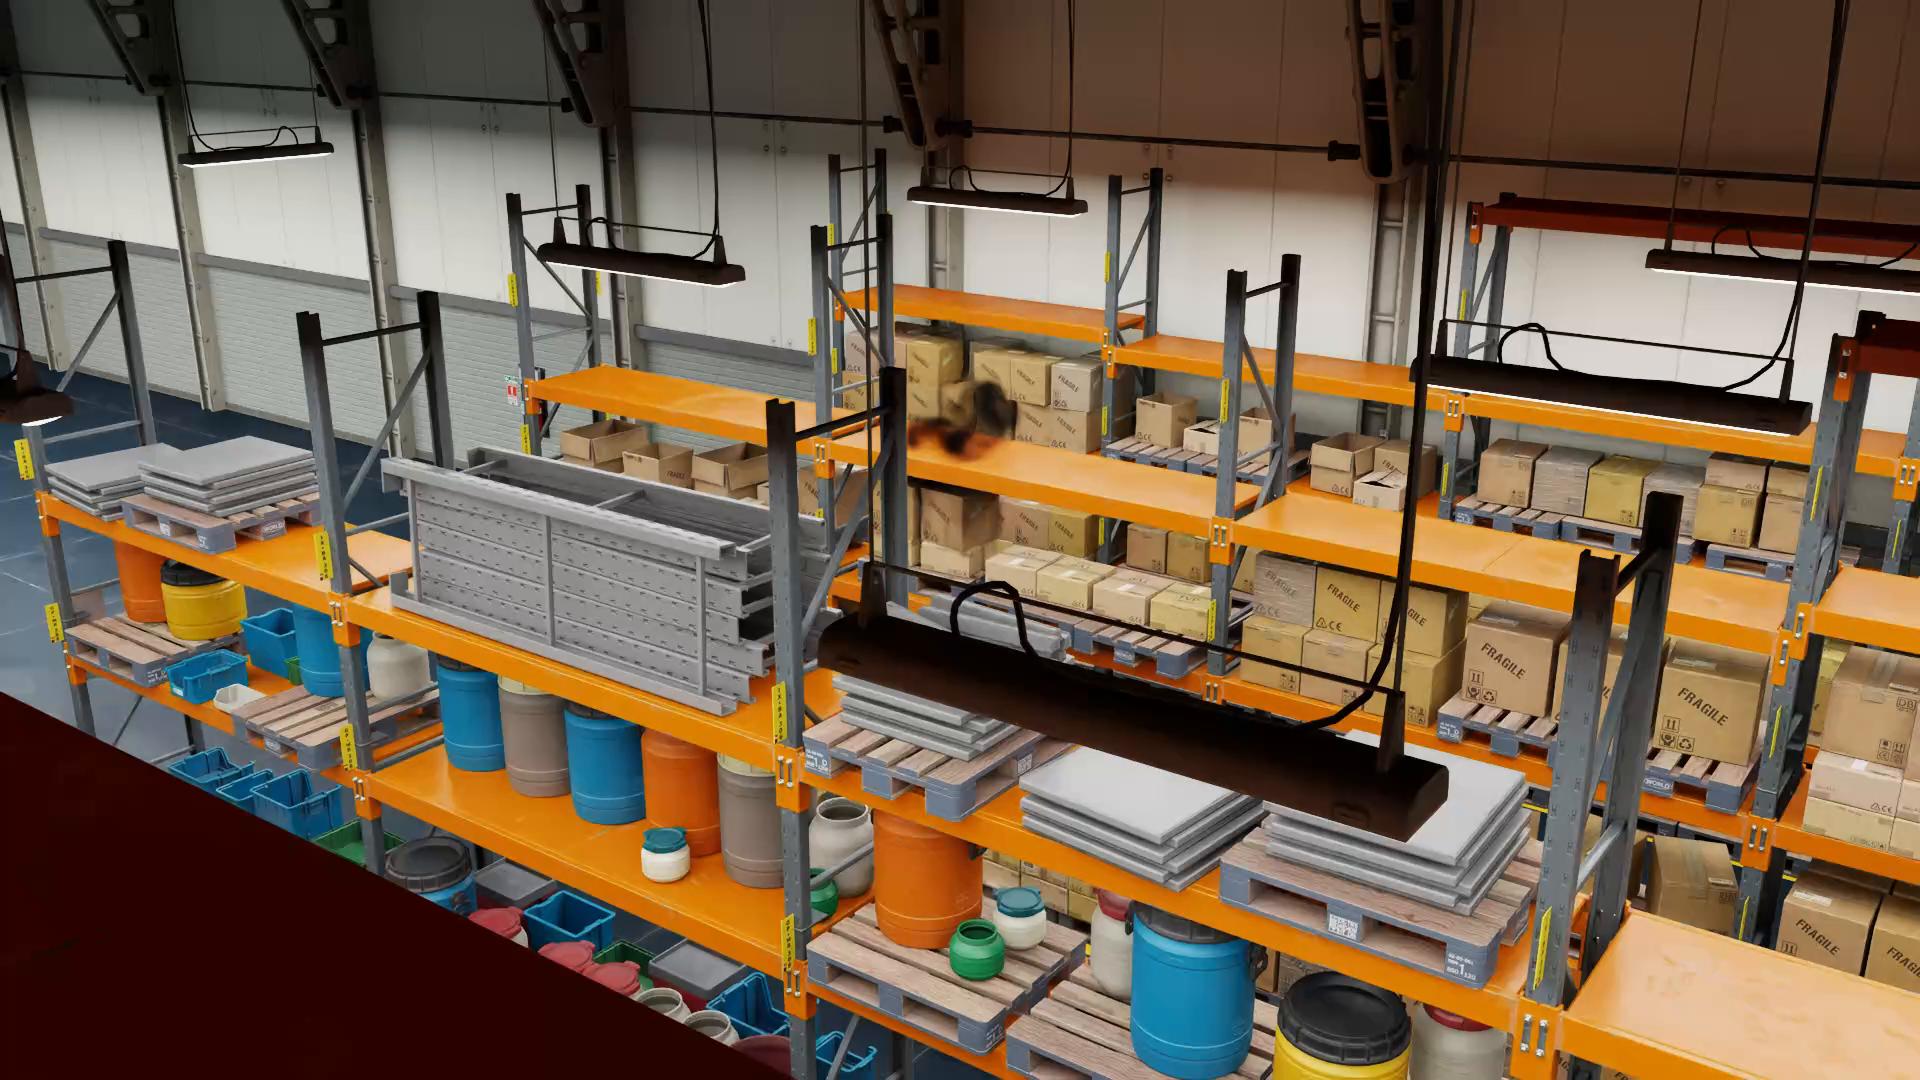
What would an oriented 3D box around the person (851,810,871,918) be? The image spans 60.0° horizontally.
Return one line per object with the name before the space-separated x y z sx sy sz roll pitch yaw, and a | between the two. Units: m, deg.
person | -0.670 2.895 13.060 0.783 1.651 0.641 11 21 29
